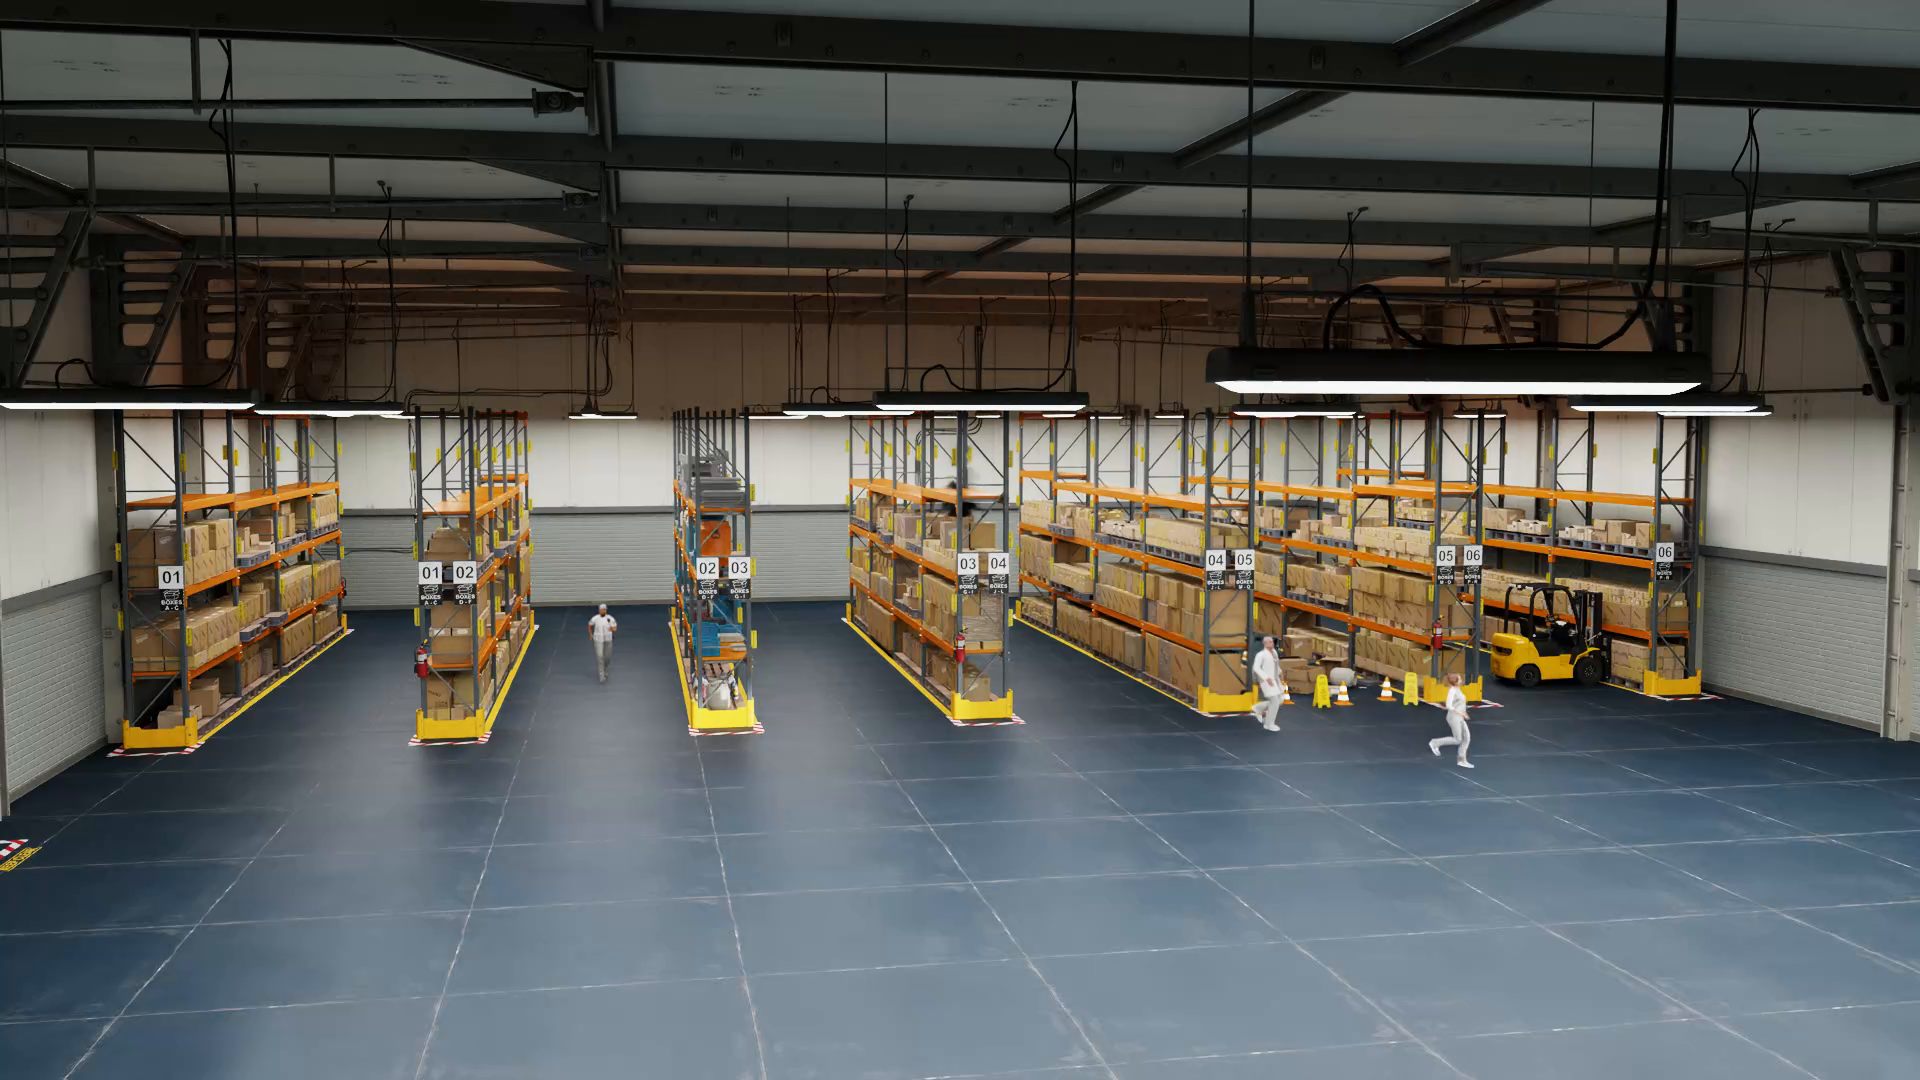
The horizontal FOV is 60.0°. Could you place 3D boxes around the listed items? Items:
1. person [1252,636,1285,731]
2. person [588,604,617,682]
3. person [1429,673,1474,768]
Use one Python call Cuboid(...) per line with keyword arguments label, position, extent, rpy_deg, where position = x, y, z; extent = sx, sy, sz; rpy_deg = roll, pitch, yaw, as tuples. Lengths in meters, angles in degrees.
Cuboid(label="person", position=(5.717, 2.658, 30.990), extent=(0.629, 1.749, 0.707), rpy_deg=(4, 5, 42))
Cuboid(label="person", position=(-7.905, 2.252, 36.872), extent=(0.601, 1.667, 0.901), rpy_deg=(-2, 4, -23))
Cuboid(label="person", position=(8.201, 2.988, 27.664), extent=(0.729, 1.574, 0.548), rpy_deg=(2, 5, 29))
